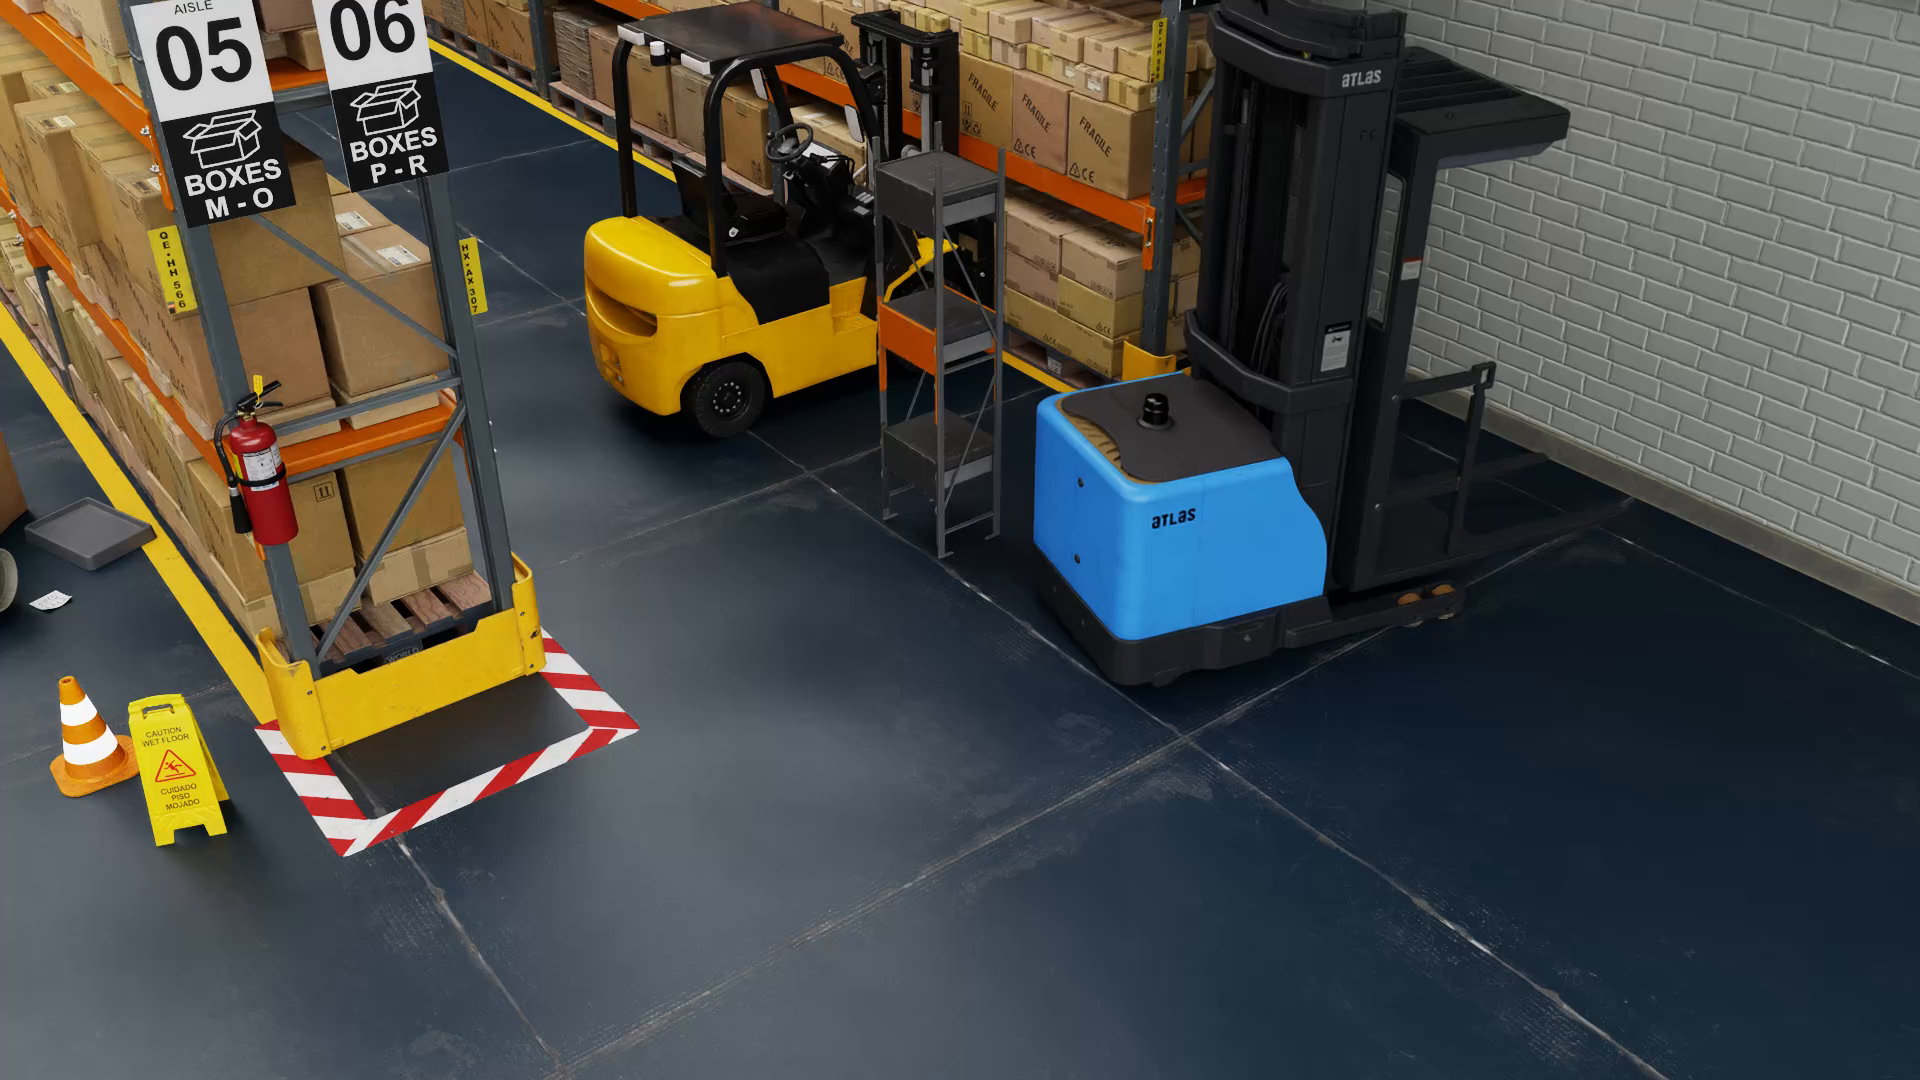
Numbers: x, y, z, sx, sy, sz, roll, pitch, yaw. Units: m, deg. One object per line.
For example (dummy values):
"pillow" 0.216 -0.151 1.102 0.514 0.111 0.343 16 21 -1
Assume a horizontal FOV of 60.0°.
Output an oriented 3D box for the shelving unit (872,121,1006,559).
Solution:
"shelving unit" -0.101 -0.961 8.307 0.431 2.100 0.503 -22 38 -31

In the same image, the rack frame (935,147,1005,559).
"rack frame" 0.048 -0.859 8.143 0.400 2.100 0.015 -22 38 -31

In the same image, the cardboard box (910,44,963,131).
"cardboard box" 0.029 -2.944 10.552 0.500 0.500 0.500 -22 38 -31

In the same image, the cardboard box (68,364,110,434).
"cardboard box" -4.742 -0.879 9.530 0.500 0.250 0.500 -24 39 -33

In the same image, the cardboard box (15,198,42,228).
"cardboard box" -4.951 -1.860 9.140 0.380 0.149 0.250 -22 38 -32

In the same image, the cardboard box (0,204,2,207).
"cardboard box" -6.546 -2.387 11.844 0.950 0.372 0.625 -23 39 -32

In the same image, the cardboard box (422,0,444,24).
"cardboard box" -5.122 -5.557 16.826 0.500 0.500 0.500 -24 39 -33

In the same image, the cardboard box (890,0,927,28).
"cardboard box" -0.222 -3.367 10.618 0.380 0.149 0.250 -24 39 -33

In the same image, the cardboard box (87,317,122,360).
"cardboard box" -4.229 -1.077 8.523 0.380 0.149 0.250 -20 37 -29

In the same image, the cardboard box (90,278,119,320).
"cardboard box" -3.997 -1.228 8.122 0.380 0.149 0.250 -22 38 -32

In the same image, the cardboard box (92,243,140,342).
"cardboard box" -3.596 -1.261 7.560 0.500 0.500 0.500 -22 38 -32

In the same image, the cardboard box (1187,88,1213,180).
"cardboard box" 1.396 -2.481 9.807 0.500 0.500 0.500 -21 37 -30

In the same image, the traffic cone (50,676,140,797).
"traffic cone" -3.721 0.781 7.054 0.336 0.463 0.334 -22 38 -31

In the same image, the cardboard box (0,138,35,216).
"cardboard box" -4.841 -2.097 8.907 0.500 0.500 0.500 -22 38 -32

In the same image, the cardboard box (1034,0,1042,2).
"cardboard box" 0.518 -3.450 10.470 0.380 0.149 0.250 -22 38 -31

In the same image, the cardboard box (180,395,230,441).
"cardboard box" -3.079 -0.584 7.086 0.380 0.149 0.250 -23 38 -32

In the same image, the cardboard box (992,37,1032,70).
"cardboard box" 0.412 -2.942 9.934 0.380 0.149 0.250 -24 39 -33

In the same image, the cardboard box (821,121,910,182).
"cardboard box" -0.618 -2.725 11.555 0.500 0.250 0.500 -22 38 -31

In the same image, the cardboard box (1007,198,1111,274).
"cardboard box" 0.634 -1.879 10.193 0.500 0.250 0.500 -22 38 -31

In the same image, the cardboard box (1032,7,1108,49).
"cardboard box" 0.643 -2.989 9.727 0.380 0.149 0.250 -22 38 -31

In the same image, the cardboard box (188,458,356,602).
"cardboard box" -3.135 -0.113 7.587 0.500 0.500 0.500 -22 38 -31

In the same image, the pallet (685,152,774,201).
"pallet" -1.455 -2.919 13.250 1.003 0.211 1.213 -22 38 -31

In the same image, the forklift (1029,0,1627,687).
"forklift" 1.914 -1.065 7.686 3.031 2.935 1.130 -12 34 -19

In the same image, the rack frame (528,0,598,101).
"rack frame" -3.425 -5.476 14.725 1.000 3.000 0.127 -22 38 -31

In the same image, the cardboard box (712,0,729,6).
"cardboard box" -1.488 -3.871 12.282 0.500 0.250 0.500 -21 38 -30

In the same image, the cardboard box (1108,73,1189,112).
"cardboard box" 1.047 -2.514 9.245 0.380 0.149 0.250 -22 38 -31

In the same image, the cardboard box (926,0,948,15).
"cardboard box" 0.008 -3.416 10.415 0.380 0.149 0.250 -22 38 -31

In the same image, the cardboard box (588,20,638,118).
"cardboard box" -2.646 -4.112 14.380 0.875 0.625 0.625 -21 37 -30

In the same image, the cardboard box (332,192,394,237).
"cardboard box" -2.829 -1.206 7.472 0.500 0.500 0.500 -21 38 -30

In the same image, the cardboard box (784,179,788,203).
"cardboard box" -0.937 -2.511 12.158 0.500 0.250 0.500 -22 38 -31

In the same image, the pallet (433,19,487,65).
"pallet" -4.597 -5.123 16.799 1.003 0.211 1.213 -22 38 -31

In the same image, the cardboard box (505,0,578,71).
"cardboard box" -3.854 -4.700 15.445 0.500 0.500 0.500 -21 38 -30

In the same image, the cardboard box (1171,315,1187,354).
"cardboard box" 1.334 -1.421 10.402 0.500 0.250 0.500 -22 38 -31

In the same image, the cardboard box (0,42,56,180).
"cardboard box" -4.210 -2.104 7.970 0.700 0.500 0.500 -23 39 -32

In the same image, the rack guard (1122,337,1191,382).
"rack guard" 1.495 -1.070 10.000 1.175 0.500 0.348 -22 38 -31

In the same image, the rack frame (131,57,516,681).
"rack frame" -2.438 -0.535 6.768 1.000 3.000 0.127 -22 38 -31

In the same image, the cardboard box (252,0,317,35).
"cardboard box" -2.536 -2.167 6.414 0.500 0.250 0.500 -23 39 -32

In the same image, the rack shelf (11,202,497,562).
"rack shelf" -3.664 -1.063 8.300 1.077 0.370 4.000 -22 38 -31

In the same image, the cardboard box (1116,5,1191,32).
"cardboard box" 1.137 -3.021 9.780 0.380 0.149 0.250 -21 38 -31

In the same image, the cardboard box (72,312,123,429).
"cardboard box" -4.405 -0.978 8.979 0.500 0.500 0.500 -21 37 -30

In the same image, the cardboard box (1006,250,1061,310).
"cardboard box" 0.636 -1.679 10.345 0.500 0.250 0.500 -23 38 -32

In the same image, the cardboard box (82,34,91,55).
"cardboard box" -3.192 -1.975 6.483 0.380 0.149 0.250 -21 38 -30

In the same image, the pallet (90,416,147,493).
"pallet" -4.451 -0.749 9.756 1.003 0.211 1.213 -22 38 -31

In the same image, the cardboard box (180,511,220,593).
"cardboard box" -3.458 -0.013 8.137 0.500 0.250 0.500 -22 38 -31

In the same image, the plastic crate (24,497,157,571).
"plastic crate" -4.576 -0.042 8.742 0.583 0.080 0.402 18 36 27

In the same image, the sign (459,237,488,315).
"sign" -2.009 -1.078 6.822 0.100 0.325 0.005 -22 38 -31

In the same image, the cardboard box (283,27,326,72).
"cardboard box" -2.385 -1.946 6.435 0.380 0.149 0.250 -22 38 -31

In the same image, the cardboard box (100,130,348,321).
"cardboard box" -2.924 -1.271 6.629 0.700 0.500 0.500 -23 39 -33
